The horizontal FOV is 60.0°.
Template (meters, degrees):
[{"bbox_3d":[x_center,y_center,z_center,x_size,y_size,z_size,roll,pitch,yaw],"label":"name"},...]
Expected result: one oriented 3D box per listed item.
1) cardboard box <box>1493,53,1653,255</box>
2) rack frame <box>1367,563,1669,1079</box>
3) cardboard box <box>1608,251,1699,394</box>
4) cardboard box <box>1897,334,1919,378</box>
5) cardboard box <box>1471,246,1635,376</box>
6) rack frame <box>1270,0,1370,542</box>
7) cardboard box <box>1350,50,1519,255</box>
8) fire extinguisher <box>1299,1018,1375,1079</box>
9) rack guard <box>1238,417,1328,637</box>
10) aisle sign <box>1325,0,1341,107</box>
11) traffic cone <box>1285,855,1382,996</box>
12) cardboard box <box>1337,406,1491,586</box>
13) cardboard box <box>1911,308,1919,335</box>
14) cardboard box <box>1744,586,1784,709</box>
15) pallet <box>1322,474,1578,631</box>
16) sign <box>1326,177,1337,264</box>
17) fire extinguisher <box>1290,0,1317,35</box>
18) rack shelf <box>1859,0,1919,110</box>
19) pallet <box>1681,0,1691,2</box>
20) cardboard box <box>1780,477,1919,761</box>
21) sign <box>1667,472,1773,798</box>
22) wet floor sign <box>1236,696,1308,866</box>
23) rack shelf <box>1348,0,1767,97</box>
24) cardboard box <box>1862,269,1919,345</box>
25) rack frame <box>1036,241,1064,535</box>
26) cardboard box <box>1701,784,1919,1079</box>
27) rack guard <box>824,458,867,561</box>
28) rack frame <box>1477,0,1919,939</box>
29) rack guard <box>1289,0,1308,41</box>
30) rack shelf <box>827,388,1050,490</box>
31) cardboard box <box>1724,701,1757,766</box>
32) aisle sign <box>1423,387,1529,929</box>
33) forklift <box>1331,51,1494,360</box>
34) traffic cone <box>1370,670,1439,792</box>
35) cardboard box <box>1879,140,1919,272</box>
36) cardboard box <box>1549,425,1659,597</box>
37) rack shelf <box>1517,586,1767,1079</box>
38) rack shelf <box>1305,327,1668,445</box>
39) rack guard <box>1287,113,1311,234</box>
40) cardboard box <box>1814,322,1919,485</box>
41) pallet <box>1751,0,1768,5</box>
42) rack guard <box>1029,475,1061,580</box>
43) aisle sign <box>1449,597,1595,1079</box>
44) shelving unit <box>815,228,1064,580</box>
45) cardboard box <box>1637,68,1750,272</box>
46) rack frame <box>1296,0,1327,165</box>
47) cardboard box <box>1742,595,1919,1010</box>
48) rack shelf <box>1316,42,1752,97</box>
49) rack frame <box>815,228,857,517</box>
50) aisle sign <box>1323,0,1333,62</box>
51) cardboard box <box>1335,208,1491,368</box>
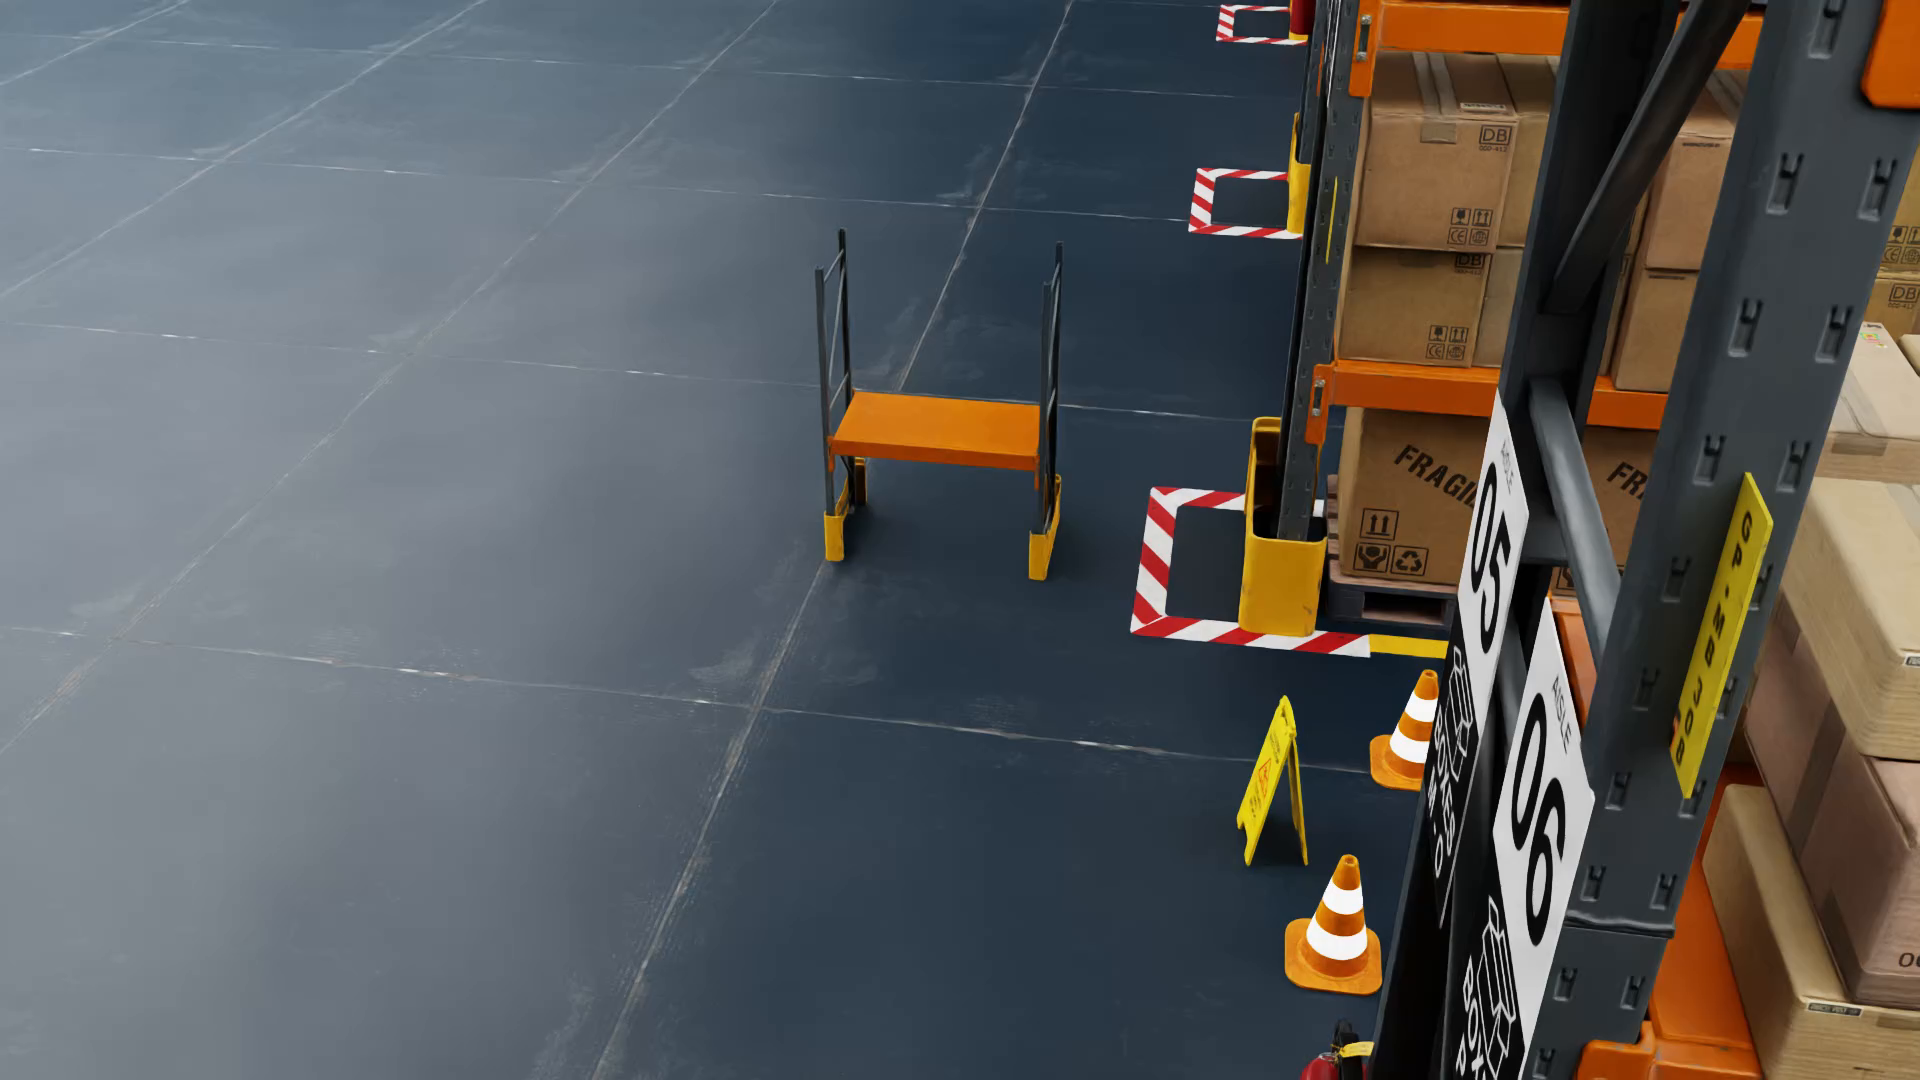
[{"bbox_3d":[2.477,-1.610,6.837,0.550,0.550,0.875,5,32,8],"label":"cardboard box"},{"bbox_3d":[0.827,1.455,3.099,0.127,3.000,1.000,5,32,8],"label":"rack frame"},{"bbox_3d":[3.010,-1.044,6.950,0.550,0.550,0.875,5,32,8],"label":"cardboard box"},{"bbox_3d":[1.457,-0.130,2.288,0.250,0.149,0.380,6,32,9],"label":"cardboard box"},{"bbox_3d":[2.479,-1.160,7.134,0.550,0.550,0.875,5,32,8],"label":"cardboard box"},{"bbox_3d":[1.560,-1.143,7.250,0.127,3.000,1.000,5,32,8],"label":"rack frame"},{"bbox_3d":[1.919,-1.611,6.838,0.550,0.550,0.875,5,32,8],"label":"cardboard box"},{"bbox_3d":[0.791,1.236,3.521,0.183,0.674,0.296,5,32,8],"label":"fire extinguisher"},{"bbox_3d":[1.536,-0.086,7.916,0.348,0.500,1.175,5,32,8],"label":"rack guard"},{"bbox_3d":[1.439,-2.095,6.319,0.004,0.787,0.394,5,32,8],"label":"aisle sign"},{"bbox_3d":[1.319,1.283,5.765,0.334,0.463,0.336,5,32,8],"label":"traffic cone"},{"bbox_3d":[2.239,-0.395,7.660,0.875,0.875,0.875,5,32,8],"label":"cardboard box"},{"bbox_3d":[4.079,-1.024,6.917,0.550,0.550,0.875,5,32,8],"label":"cardboard box"},{"bbox_3d":[1.376,0.025,2.416,0.500,0.250,0.500,5,32,8],"label":"cardboard box"},{"bbox_3d":[2.361,0.069,7.941,1.213,0.211,1.003,5,32,8],"label":"pallet"},{"bbox_3d":[1.460,-1.254,6.536,0.005,0.325,0.100,5,32,8],"label":"sign"},{"bbox_3d":[2.458,-3.947,11.801,0.183,0.674,0.296,5,32,8],"label":"fire extinguisher"},{"bbox_3d":[2.798,-0.604,1.414,4.000,0.370,1.077,5,32,8],"label":"rack shelf"},{"bbox_3d":[2.293,-2.317,6.380,1.213,0.211,1.003,5,32,8],"label":"pallet"},{"bbox_3d":[1.143,0.090,1.937,0.250,0.149,0.380,5,32,8],"label":"cardboard box"},{"bbox_3d":[0.735,0.096,1.618,0.005,0.325,0.100,5,32,8],"label":"sign"},{"bbox_3d":[1.198,0.888,6.224,0.232,0.644,0.267,0,32,0],"label":"wet floor sign"},{"bbox_3d":[3.531,-1.931,6.359,4.000,0.370,1.077,5,32,8],"label":"rack shelf"},{"bbox_3d":[3.539,-1.019,6.909,0.500,0.550,0.875,5,32,8],"label":"cardboard box"},{"bbox_3d":[0.417,-0.598,7.792,0.032,1.500,0.500,5,32,8],"label":"rack frame"},{"bbox_3d":[1.099,0.489,2.051,0.250,0.149,0.380,5,32,8],"label":"cardboard box"},{"bbox_3d":[-0.566,-0.157,8.266,0.087,0.250,0.587,5,32,8],"label":"rack guard"},{"bbox_3d":[0.827,-1.088,1.507,0.127,3.000,1.000,5,32,8],"label":"rack frame"},{"bbox_3d":[3.410,-5.277,16.210,0.348,0.500,1.175,5,32,8],"label":"rack guard"},{"bbox_3d":[-0.084,-0.491,7.960,1.000,0.185,0.538,5,32,8],"label":"rack shelf"},{"bbox_3d":[1.225,0.175,2.553,0.250,0.149,0.380,5,32,8],"label":"cardboard box"},{"bbox_3d":[0.814,0.195,2.661,0.004,0.787,0.394,5,32,8],"label":"aisle sign"},{"bbox_3d":[3.650,-2.543,9.550,3.031,2.935,1.130,-20,37,-28],"label":"forklift"},{"bbox_3d":[1.844,0.722,6.660,0.334,0.463,0.336,5,32,8],"label":"traffic cone"},{"bbox_3d":[3.550,-1.510,6.676,0.500,0.550,0.875,5,32,8],"label":"cardboard box"},{"bbox_3d":[3.107,-0.317,7.537,0.875,0.875,0.875,5,32,7],"label":"cardboard box"},{"bbox_3d":[2.798,0.667,2.209,4.000,0.370,1.077,5,32,8],"label":"rack shelf"},{"bbox_3d":[3.531,-0.660,7.155,4.000,0.370,1.077,5,32,8],"label":"rack shelf"},{"bbox_3d":[2.569,-2.662,12.032,0.348,0.500,1.175,5,32,8],"label":"rack guard"},{"bbox_3d":[1.210,-0.173,2.357,0.250,0.149,0.380,5,32,9],"label":"cardboard box"},{"bbox_3d":[3.499,-2.209,6.208,1.213,0.211,1.003,5,32,8],"label":"pallet"},{"bbox_3d":[0.416,-0.068,8.124,0.087,0.250,0.587,5,32,8],"label":"rack guard"},{"bbox_3d":[0.713,0.509,2.159,0.004,0.787,0.394,5,32,8],"label":"aisle sign"},{"bbox_3d":[-0.075,-0.643,7.863,1.083,1.500,0.587,5,32,8],"label":"shelving unit"},{"bbox_3d":[3.006,-1.489,6.643,0.550,0.550,0.875,5,32,8],"label":"cardboard box"},{"bbox_3d":[2.494,-3.728,11.379,0.127,3.000,1.000,5,32,8],"label":"rack frame"},{"bbox_3d":[1.277,0.305,1.970,0.500,0.250,0.500,5,32,7],"label":"cardboard box"},{"bbox_3d":[4.465,-3.245,11.285,4.000,0.370,1.077,5,32,8],"label":"rack shelf"},{"bbox_3d":[-0.585,-0.689,7.937,0.032,1.500,0.500,5,32,8],"label":"rack frame"},{"bbox_3d":[1.540,-2.409,6.821,0.004,0.787,0.394,5,32,8],"label":"aisle sign"},{"bbox_3d":[1.933,-1.198,7.195,0.550,0.550,0.875,5,32,8],"label":"cardboard box"}]
